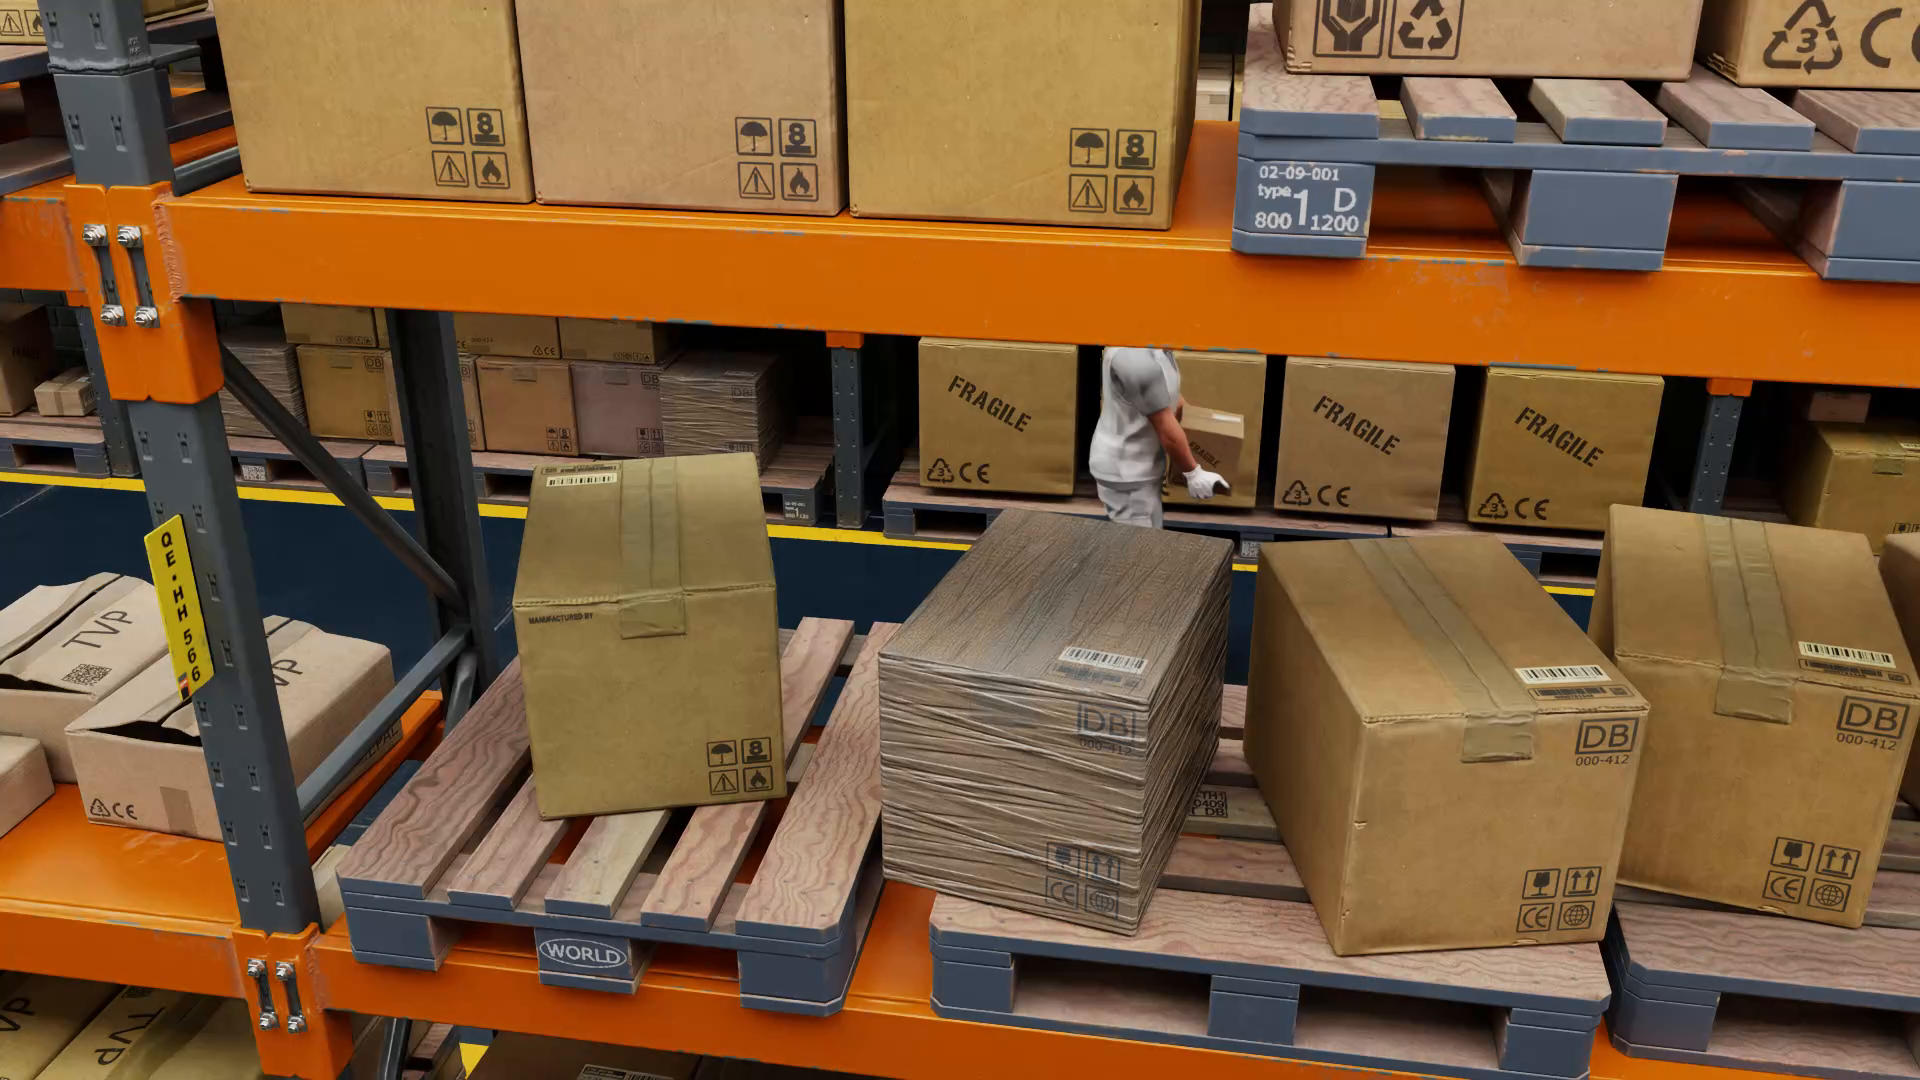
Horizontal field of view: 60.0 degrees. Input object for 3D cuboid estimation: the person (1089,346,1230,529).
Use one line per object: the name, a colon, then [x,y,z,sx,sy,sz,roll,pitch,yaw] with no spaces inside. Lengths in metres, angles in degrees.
person: [0.795,-0.263,6.653,0.560,1.784,0.495,4,25,8]
